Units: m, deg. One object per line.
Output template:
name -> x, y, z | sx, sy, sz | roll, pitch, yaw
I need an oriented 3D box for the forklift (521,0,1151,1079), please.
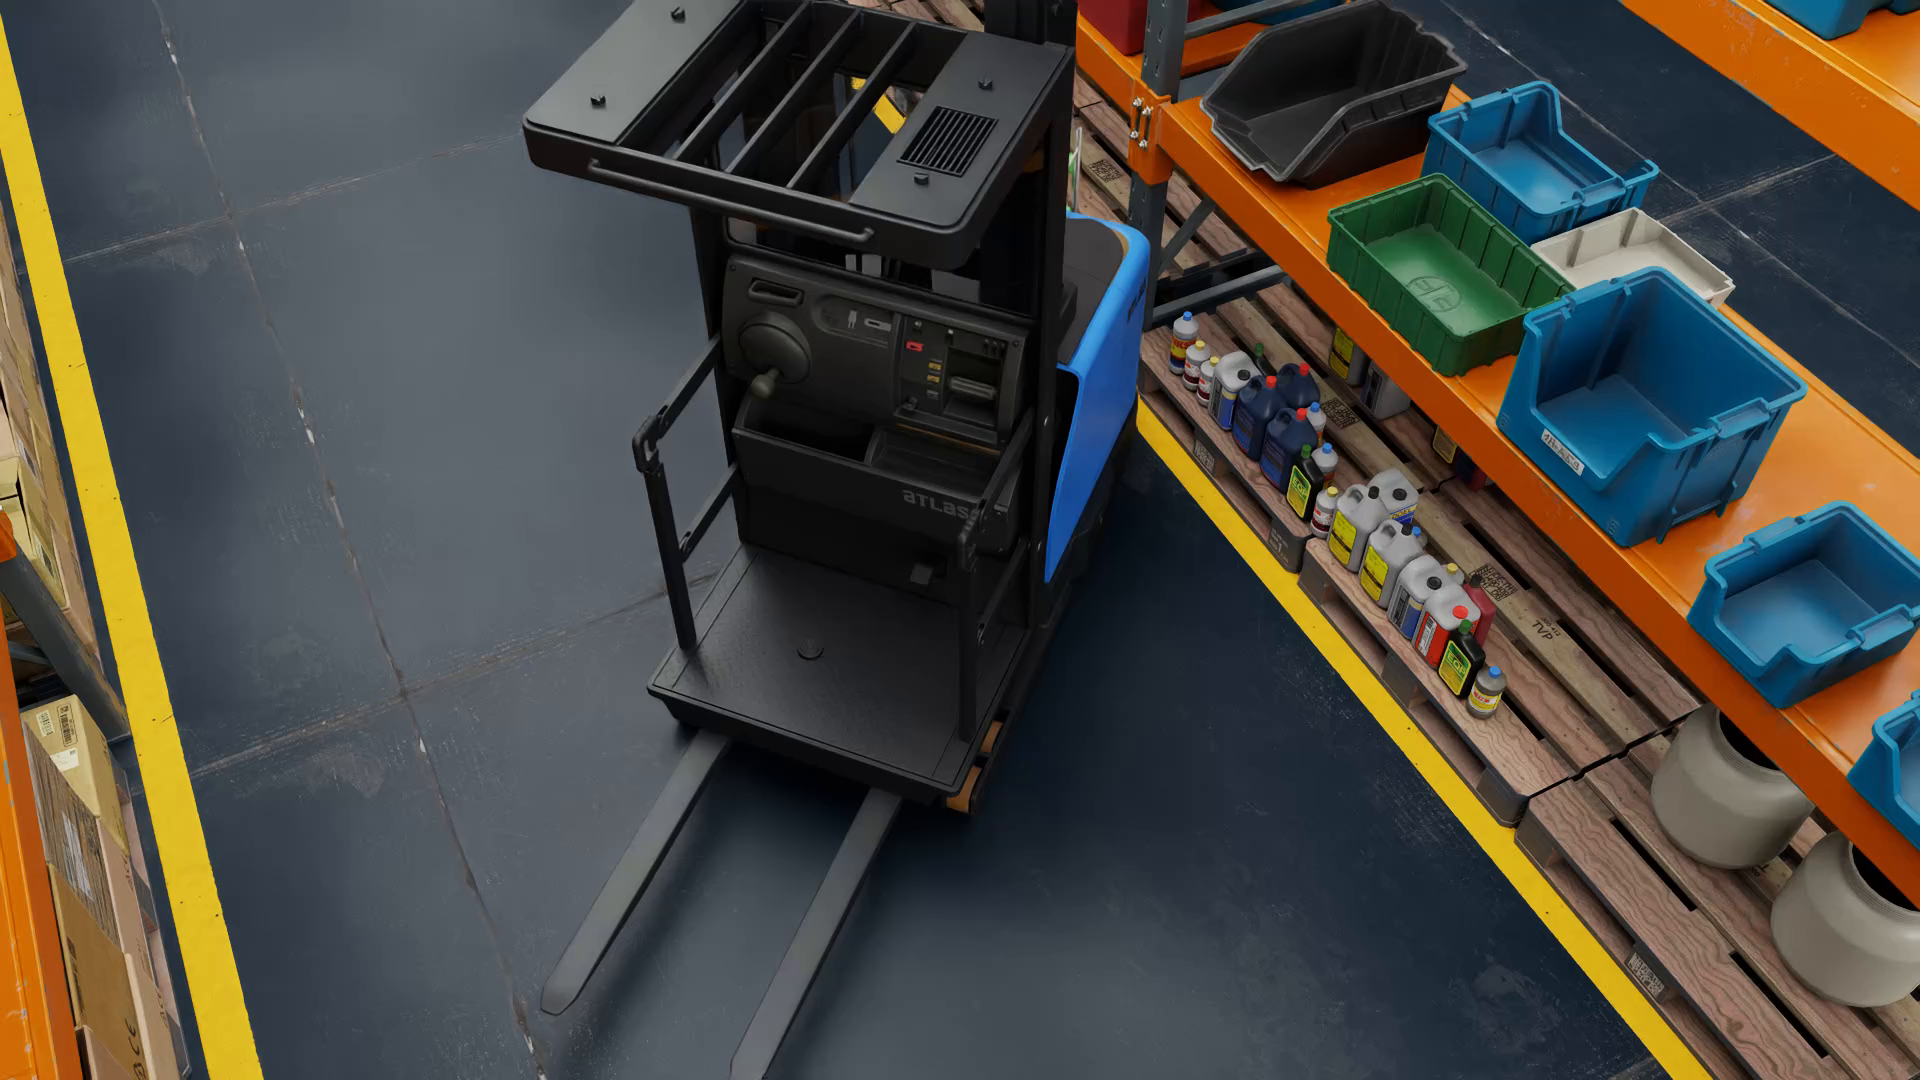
forklift -> -0.339, -0.437, 4.685 | 1.130, 2.935, 3.031 | 17, 51, 14

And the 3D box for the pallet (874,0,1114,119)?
pallet -> 0.158, -2.304, 8.124 | 1.003, 0.211, 1.213 | -21, 52, -18

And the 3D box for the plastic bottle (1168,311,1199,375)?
plastic bottle -> 0.870, -0.774, 6.455 | 0.097, 0.271, 0.097 | 0, 49, 0

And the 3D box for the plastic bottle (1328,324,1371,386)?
plastic bottle -> 1.537, -0.783, 6.410 | 0.144, 0.351, 0.185 | -21, 52, -18

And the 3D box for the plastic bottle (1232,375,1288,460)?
plastic bottle -> 1.114, -0.481, 6.146 | 0.144, 0.351, 0.185 | -20, 52, -17

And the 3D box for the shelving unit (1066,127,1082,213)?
shelving unit -> 0.160, -1.061, 6.381 | 0.503, 1.200, 0.258 | 16, 51, 14

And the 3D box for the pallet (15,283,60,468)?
pallet -> -4.226, -0.567, 6.606 | 1.003, 0.211, 1.213 | -21, 52, -18

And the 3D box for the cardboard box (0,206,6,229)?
cardboard box -> -4.426, -1.486, 7.105 | 0.500, 0.250, 0.500 | -22, 52, -18

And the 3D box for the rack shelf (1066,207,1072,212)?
rack shelf -> 0.160, -1.177, 6.249 | 0.480, 0.148, 0.258 | 16, 51, 14

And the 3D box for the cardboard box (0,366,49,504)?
cardboard box -> -3.484, -0.305, 5.699 | 0.500, 0.311, 0.500 | -22, 52, -18

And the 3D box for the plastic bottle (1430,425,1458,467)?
plastic bottle -> 1.821, -0.413, 6.131 | 0.061, 0.283, 0.133 | -21, 52, -18

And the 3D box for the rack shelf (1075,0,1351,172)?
rack shelf -> 0.199, -2.993, 7.353 | 1.077, 0.370, 4.000 | -21, 52, -18

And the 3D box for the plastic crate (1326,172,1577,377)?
plastic crate -> 1.484, -0.816, 5.112 | 0.450, 0.188, 0.662 | -21, 52, -18

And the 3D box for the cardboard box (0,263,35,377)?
cardboard box -> -3.960, -0.805, 6.509 | 0.500, 0.250, 0.500 | -20, 52, -17

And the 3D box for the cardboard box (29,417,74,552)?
cardboard box -> -3.489, -0.119, 5.909 | 0.500, 0.250, 0.500 | -20, 52, -17

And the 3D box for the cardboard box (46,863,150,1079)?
cardboard box -> -2.435, 1.239, 4.223 | 0.500, 0.500, 0.500 | -21, 52, -18

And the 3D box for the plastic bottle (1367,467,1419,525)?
plastic bottle -> 1.516, -0.114, 5.874 | 0.152, 0.276, 0.135 | -21, 52, -18

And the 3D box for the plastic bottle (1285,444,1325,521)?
plastic bottle -> 1.239, -0.208, 5.951 | 0.061, 0.283, 0.133 | -19, 52, -16

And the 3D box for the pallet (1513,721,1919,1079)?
pallet -> 2.501, 1.123, 5.127 | 1.003, 0.211, 1.213 | -21, 52, -18

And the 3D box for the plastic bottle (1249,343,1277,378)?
plastic bottle -> 1.137, -0.608, 6.301 | 0.061, 0.283, 0.133 | -21, 52, -18

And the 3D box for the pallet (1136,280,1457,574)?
pallet -> 1.384, -0.510, 6.556 | 1.003, 0.211, 1.213 | -21, 52, -18

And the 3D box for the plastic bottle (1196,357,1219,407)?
plastic bottle -> 0.963, -0.615, 6.362 | 0.097, 0.201, 0.097 | 0, 49, 0

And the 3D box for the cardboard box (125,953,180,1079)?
cardboard box -> -2.424, 1.482, 4.509 | 0.500, 0.250, 0.500 | -21, 52, -18

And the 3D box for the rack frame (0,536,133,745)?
rack frame -> -3.292, -0.188, 4.422 | 1.000, 3.000, 0.127 | -21, 52, -18

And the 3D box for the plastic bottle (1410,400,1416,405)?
plastic bottle -> 1.753, -0.704, 6.341 | 0.144, 0.351, 0.185 | -24, 53, -19

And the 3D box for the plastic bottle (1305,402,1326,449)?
plastic bottle -> 1.288, -0.400, 6.127 | 0.097, 0.271, 0.097 | 0, 49, 0

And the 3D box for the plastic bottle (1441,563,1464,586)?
plastic bottle -> 1.662, 0.157, 5.686 | 0.097, 0.201, 0.097 | 0, 49, 0

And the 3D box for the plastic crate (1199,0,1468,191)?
plastic crate -> 1.241, -1.477, 5.590 | 0.767, 0.338, 0.504 | -21, 52, -18

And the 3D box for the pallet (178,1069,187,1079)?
pallet -> -2.403, 2.094, 4.278 | 1.003, 0.211, 1.213 | -21, 52, -18

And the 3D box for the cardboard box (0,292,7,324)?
cardboard box -> -3.964, -0.997, 6.304 | 0.500, 0.311, 0.500 | -20, 52, -17

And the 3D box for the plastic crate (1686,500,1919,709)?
plastic crate -> 2.157, 0.166, 4.211 | 0.499, 0.251, 0.408 | -21, 52, -18

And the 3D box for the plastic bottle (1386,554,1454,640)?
plastic bottle -> 1.560, 0.188, 5.610 | 0.152, 0.276, 0.135 | -23, 53, -19

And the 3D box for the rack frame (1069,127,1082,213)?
rack frame -> 0.387, -0.995, 6.323 | 0.015, 1.200, 0.240 | 16, 51, 14

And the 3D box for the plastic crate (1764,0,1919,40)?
plastic crate -> 1.804, -1.369, 3.473 | 0.392, 0.384, 0.575 | -21, 52, -18

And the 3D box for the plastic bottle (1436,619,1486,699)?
plastic bottle -> 1.645, 0.385, 5.433 | 0.061, 0.283, 0.133 | -20, 52, -17

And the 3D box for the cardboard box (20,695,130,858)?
cardboard box -> -2.885, 0.814, 5.093 | 0.500, 0.250, 0.500 | -21, 52, -18

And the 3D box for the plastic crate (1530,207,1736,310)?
plastic crate -> 2.082, -0.805, 5.137 | 0.530, 0.136, 0.437 | -21, 52, -18

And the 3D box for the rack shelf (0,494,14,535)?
rack shelf -> -4.207, -1.290, 5.863 | 1.077, 0.370, 4.000 | -21, 52, -18

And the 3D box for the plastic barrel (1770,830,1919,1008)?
plastic barrel -> 2.575, 1.052, 4.711 | 0.421, 0.512, 0.421 | 0, 49, 0

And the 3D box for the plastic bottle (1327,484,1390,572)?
plastic bottle -> 1.395, -0.070, 5.786 | 0.144, 0.351, 0.185 | -22, 52, -18
